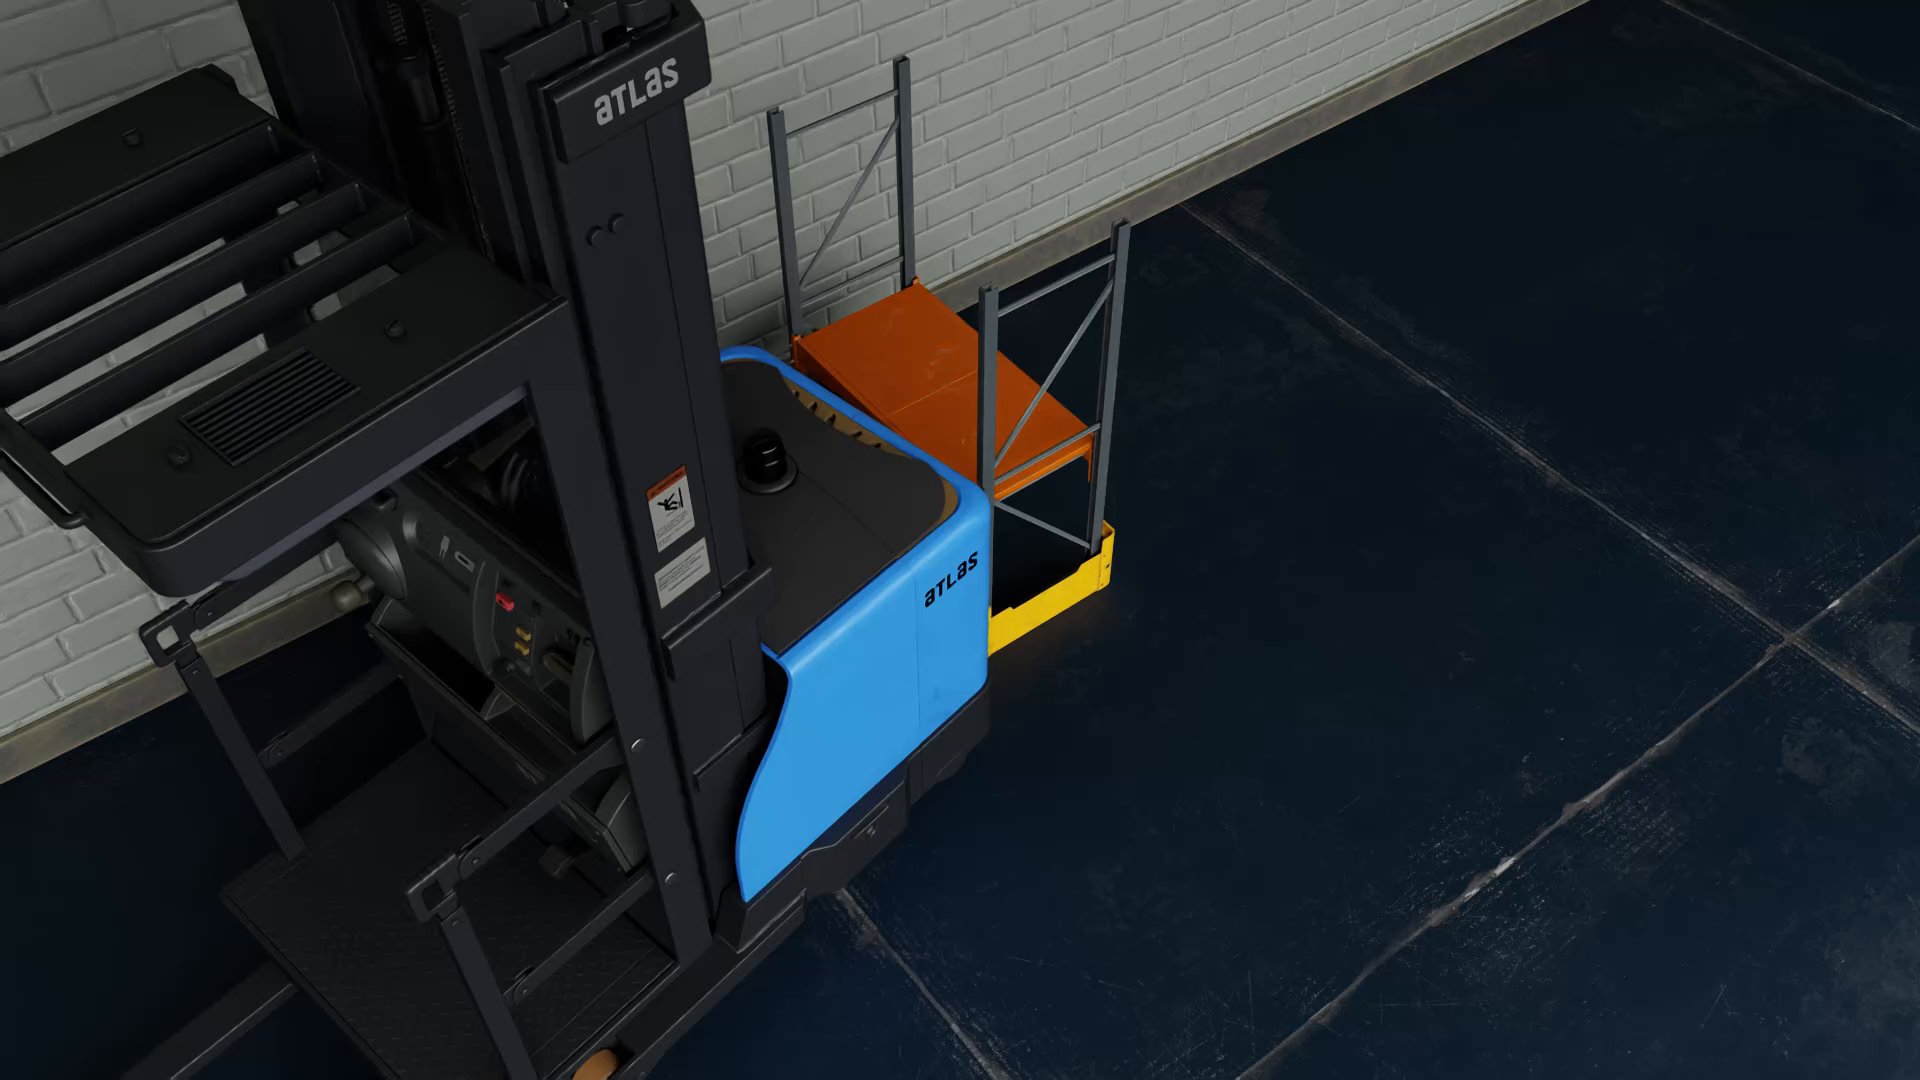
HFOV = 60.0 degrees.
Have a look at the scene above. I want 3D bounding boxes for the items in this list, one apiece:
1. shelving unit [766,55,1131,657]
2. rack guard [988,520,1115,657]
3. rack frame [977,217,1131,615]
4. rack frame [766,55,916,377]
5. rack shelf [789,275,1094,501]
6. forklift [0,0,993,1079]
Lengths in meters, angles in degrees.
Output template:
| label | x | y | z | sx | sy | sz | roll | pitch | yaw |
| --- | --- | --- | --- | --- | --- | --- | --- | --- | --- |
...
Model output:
| label | x | y | z | sx | sy | sz | roll | pitch | yaw |
| --- | --- | --- | --- | --- | --- | --- | --- | --- | --- |
| shelving unit | -0.046 | -0.549 | 5.235 | 0.587 | 1.500 | 1.083 | -29 | 54 | -24 |
| rack guard | 0.255 | 0.165 | 5.432 | 0.587 | 0.250 | 0.087 | -29 | 54 | -24 |
| rack frame | 0.256 | -0.254 | 4.968 | 0.500 | 1.500 | 0.032 | -29 | 54 | -24 |
| rack frame | -0.359 | -0.854 | 5.512 | 0.500 | 1.500 | 0.032 | -29 | 54 | -24 |
| rack shelf | -0.052 | -0.433 | 5.373 | 0.538 | 0.185 | 1.000 | -29 | 54 | -24 |
| forklift | -1.256 | 0.197 | 3.593 | 1.130 | 2.935 | 3.031 | 33 | 56 | 26 |
